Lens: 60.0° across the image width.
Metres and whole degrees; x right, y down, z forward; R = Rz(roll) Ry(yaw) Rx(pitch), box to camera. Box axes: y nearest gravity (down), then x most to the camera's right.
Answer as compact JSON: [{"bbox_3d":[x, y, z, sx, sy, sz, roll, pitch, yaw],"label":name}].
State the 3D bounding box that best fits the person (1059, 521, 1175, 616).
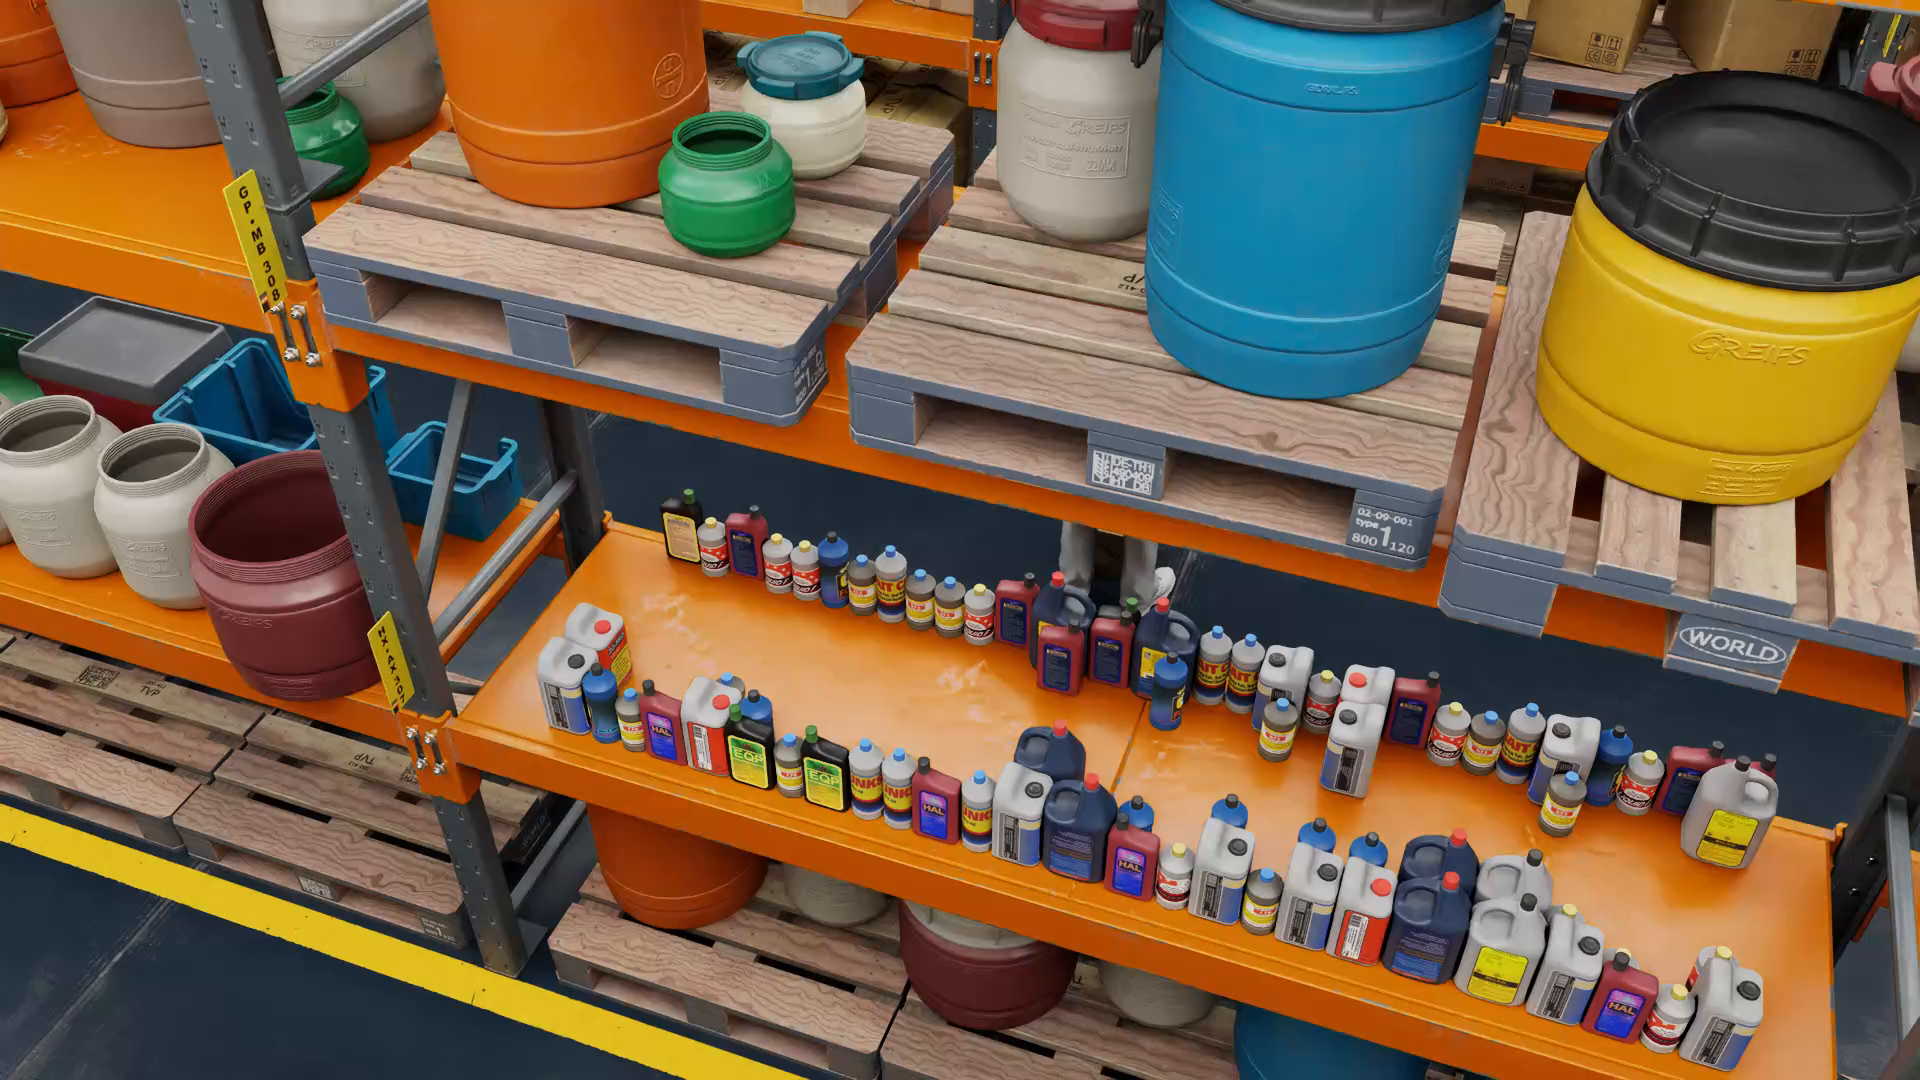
[{"bbox_3d":[0.624,-0.432,6.668,0.642,1.773,0.427,13,43,15],"label":"person"}]
